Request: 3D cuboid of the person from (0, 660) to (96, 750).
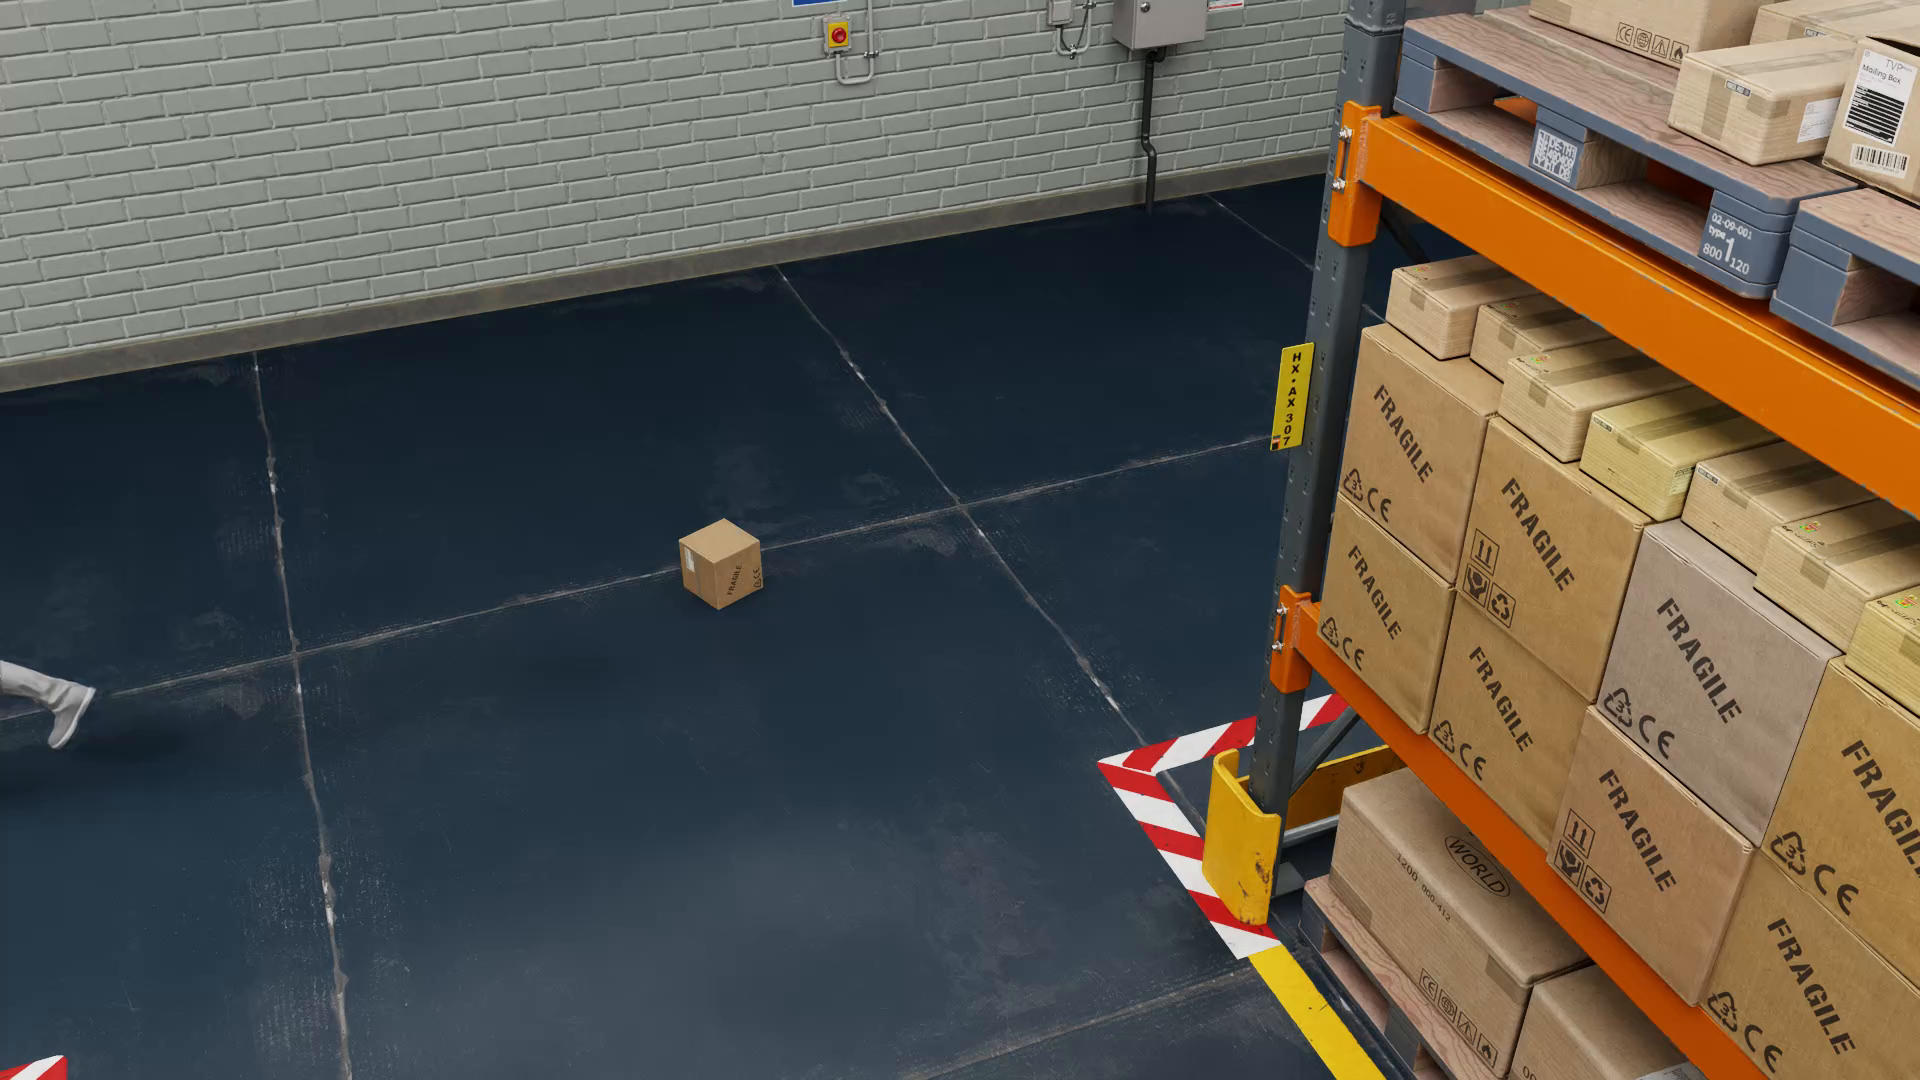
[{"bbox_3d":[-3.586,0.210,5.778,0.762,1.663,0.493,-11,35,-16],"label":"person"}]
